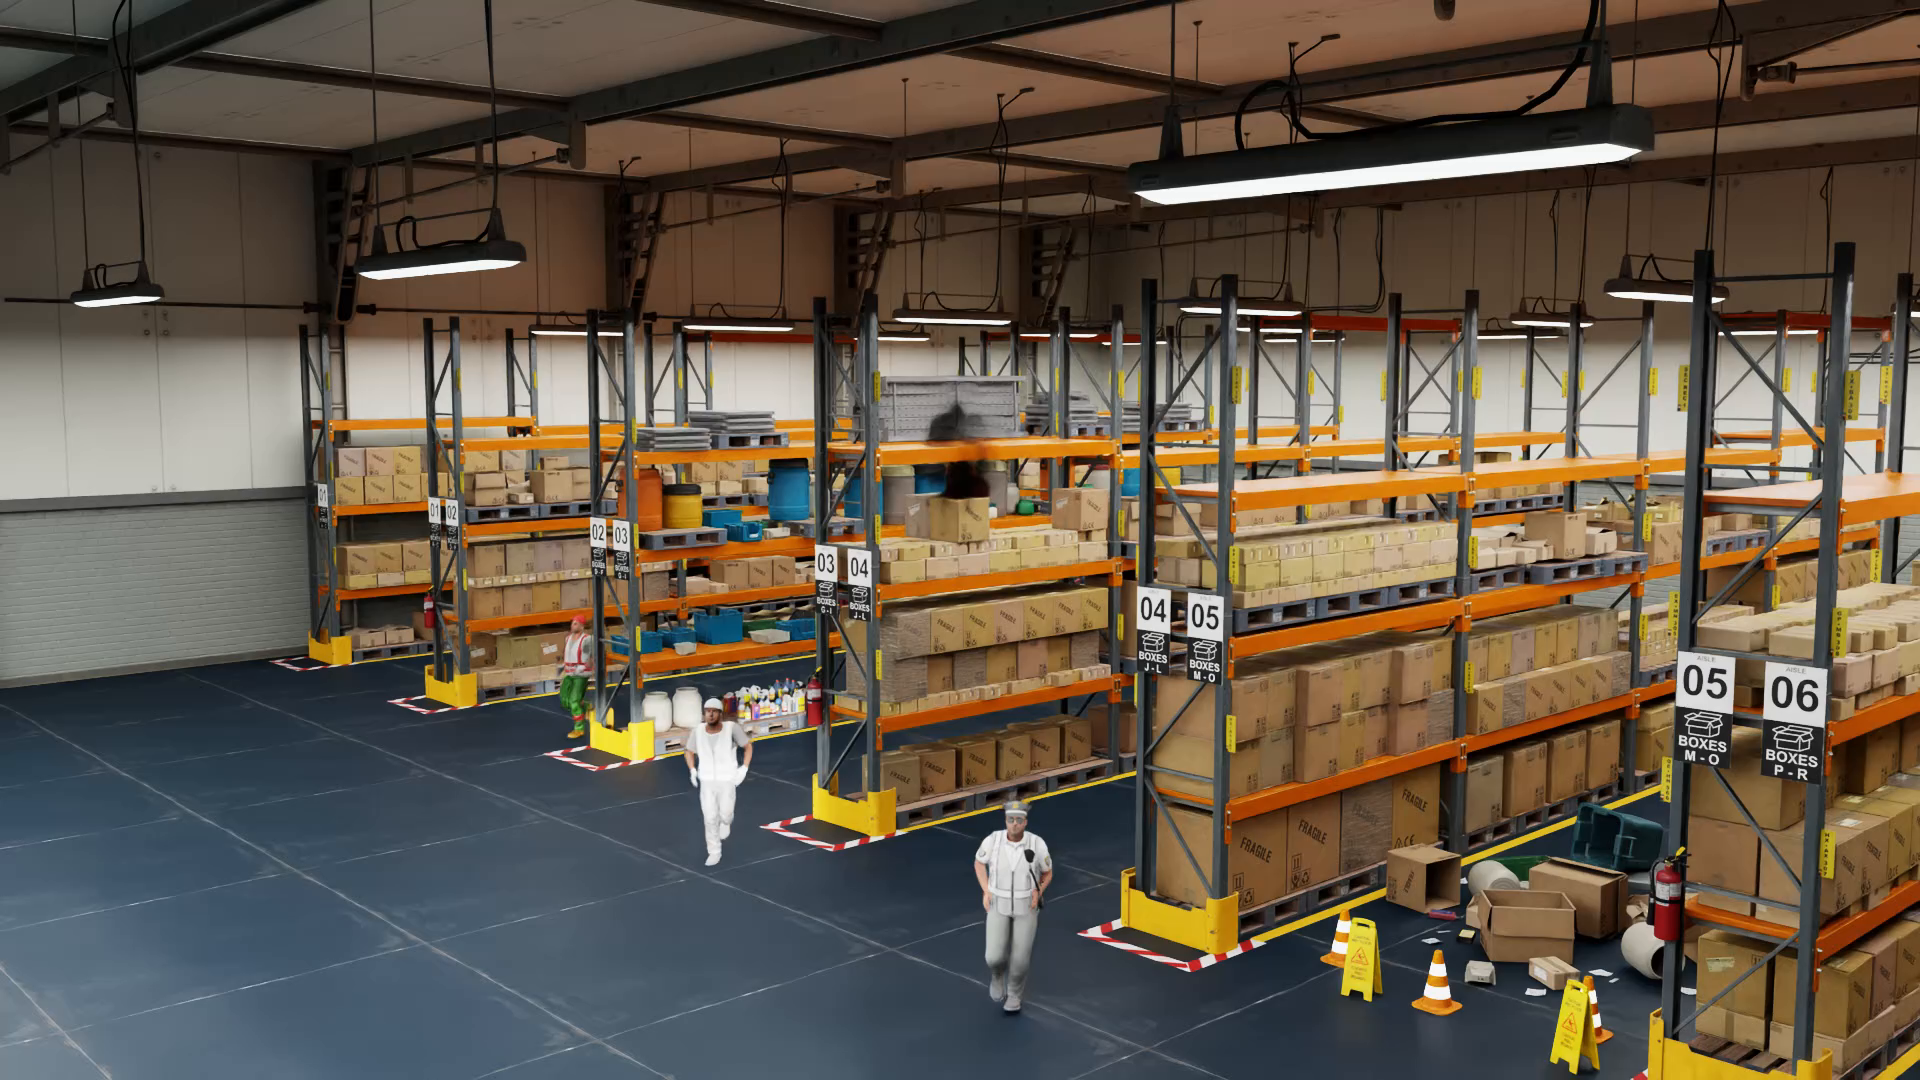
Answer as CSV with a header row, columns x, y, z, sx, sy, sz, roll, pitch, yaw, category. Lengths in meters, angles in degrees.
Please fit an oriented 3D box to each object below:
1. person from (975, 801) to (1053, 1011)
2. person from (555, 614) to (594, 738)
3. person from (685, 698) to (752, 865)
x,y,z,sx,sy,sz,roll,pitch,yaw,category
0.424,2.949,13.374,0.636,1.730,0.587,0,6,4,person
-5.405,1.919,23.664,0.657,1.743,0.605,4,7,32,person
-2.555,2.529,17.631,0.706,1.756,0.637,0,6,2,person
